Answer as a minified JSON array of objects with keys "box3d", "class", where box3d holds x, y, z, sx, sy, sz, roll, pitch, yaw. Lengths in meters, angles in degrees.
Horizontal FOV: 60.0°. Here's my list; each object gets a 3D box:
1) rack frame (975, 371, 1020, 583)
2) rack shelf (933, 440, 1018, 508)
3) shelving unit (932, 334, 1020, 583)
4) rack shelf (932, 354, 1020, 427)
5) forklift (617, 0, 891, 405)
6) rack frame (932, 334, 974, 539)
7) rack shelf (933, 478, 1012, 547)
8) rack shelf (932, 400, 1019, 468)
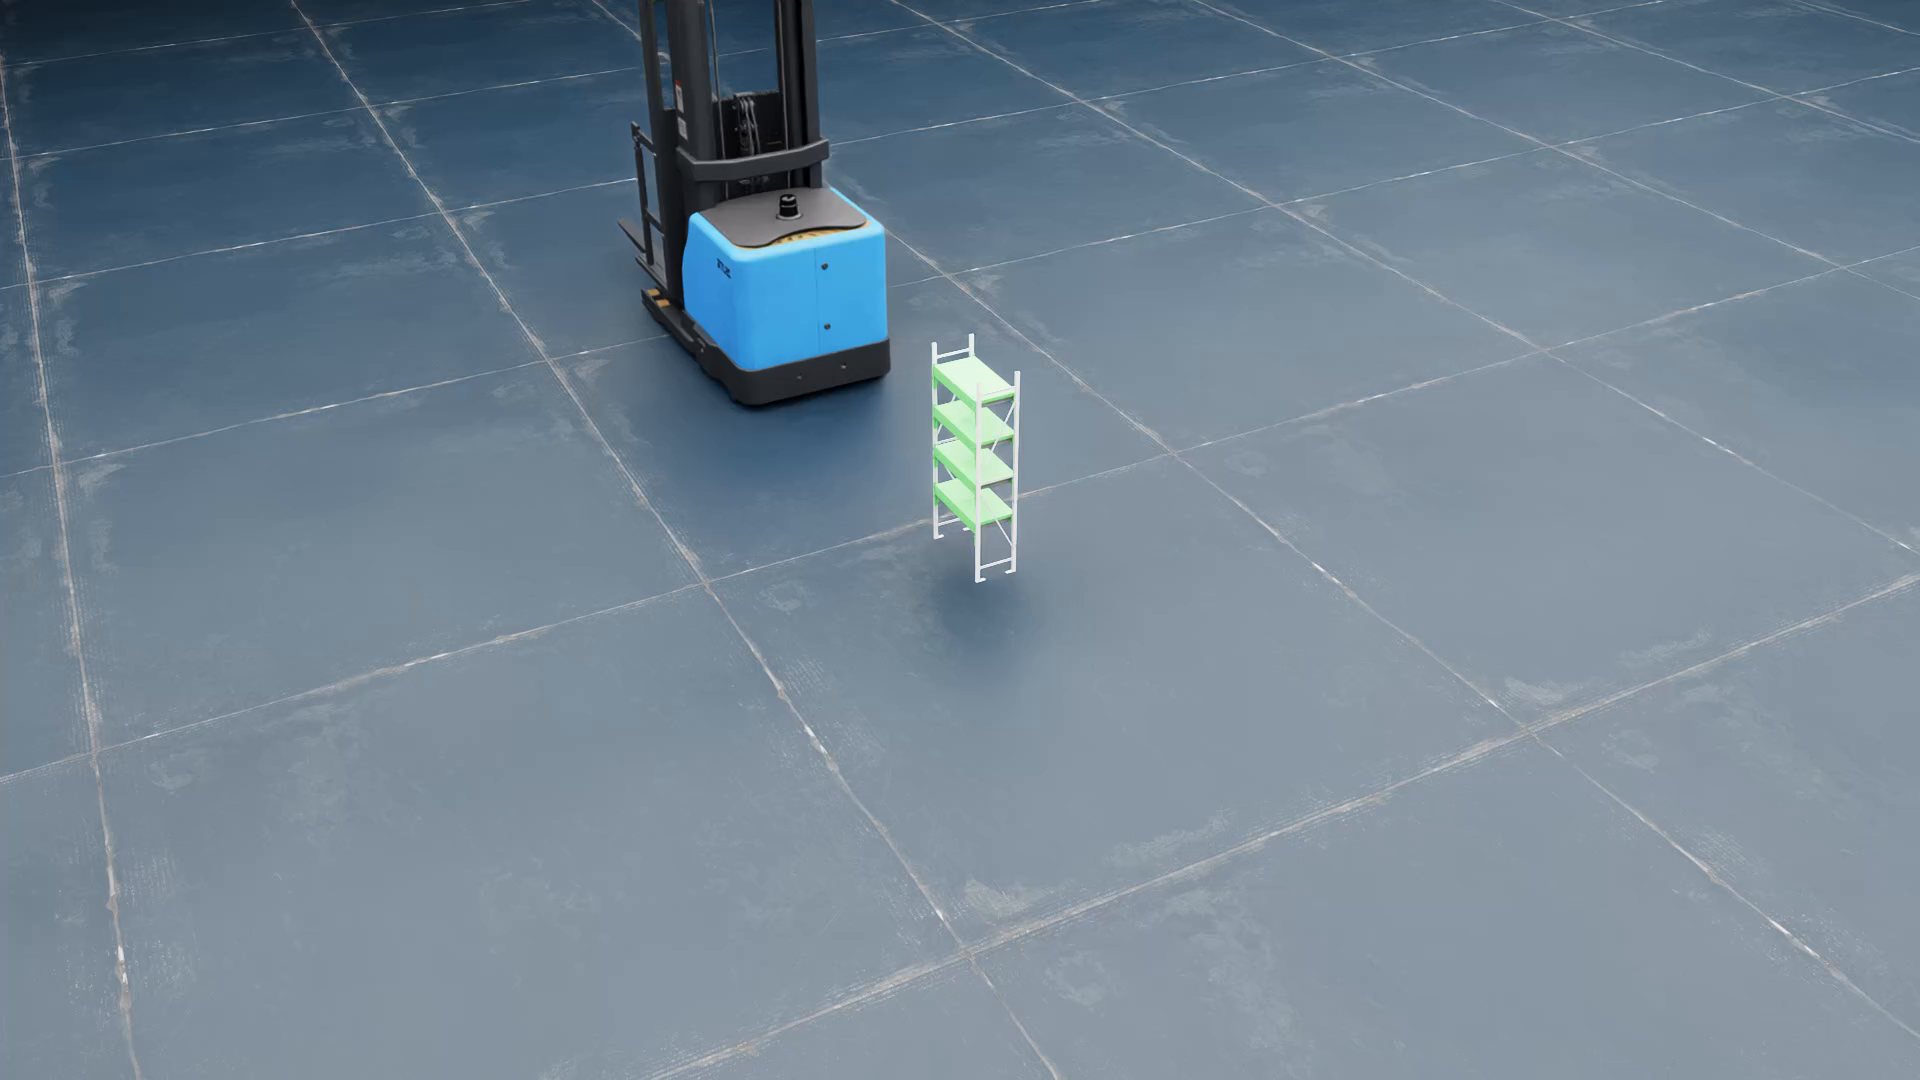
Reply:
[{"box3d":[0.191,-0.310,8.621,0.240,1.200,0.015,-16,36,-23],"class":"rack frame"},{"box3d":[0.077,-0.372,8.837,0.258,0.148,0.480,-16,36,-23],"class":"rack shelf"},{"box3d":[0.077,-0.426,8.803,0.258,1.200,0.503,-16,36,-23],"class":"shelving unit"},{"box3d":[0.077,-0.777,8.579,0.258,0.148,0.480,-16,36,-23],"class":"rack shelf"},{"box3d":[-1.593,-2.853,10.986,1.130,2.935,3.031,-16,36,-23],"class":"forklift"},{"box3d":[-0.037,-0.543,8.985,0.240,1.200,0.015,-16,36,-23],"class":"rack frame"},{"box3d":[0.077,-0.170,8.967,0.258,0.148,0.480,-16,36,-23],"class":"rack shelf"},{"box3d":[0.077,-0.574,8.708,0.258,0.148,0.480,-16,36,-23],"class":"rack shelf"}]
